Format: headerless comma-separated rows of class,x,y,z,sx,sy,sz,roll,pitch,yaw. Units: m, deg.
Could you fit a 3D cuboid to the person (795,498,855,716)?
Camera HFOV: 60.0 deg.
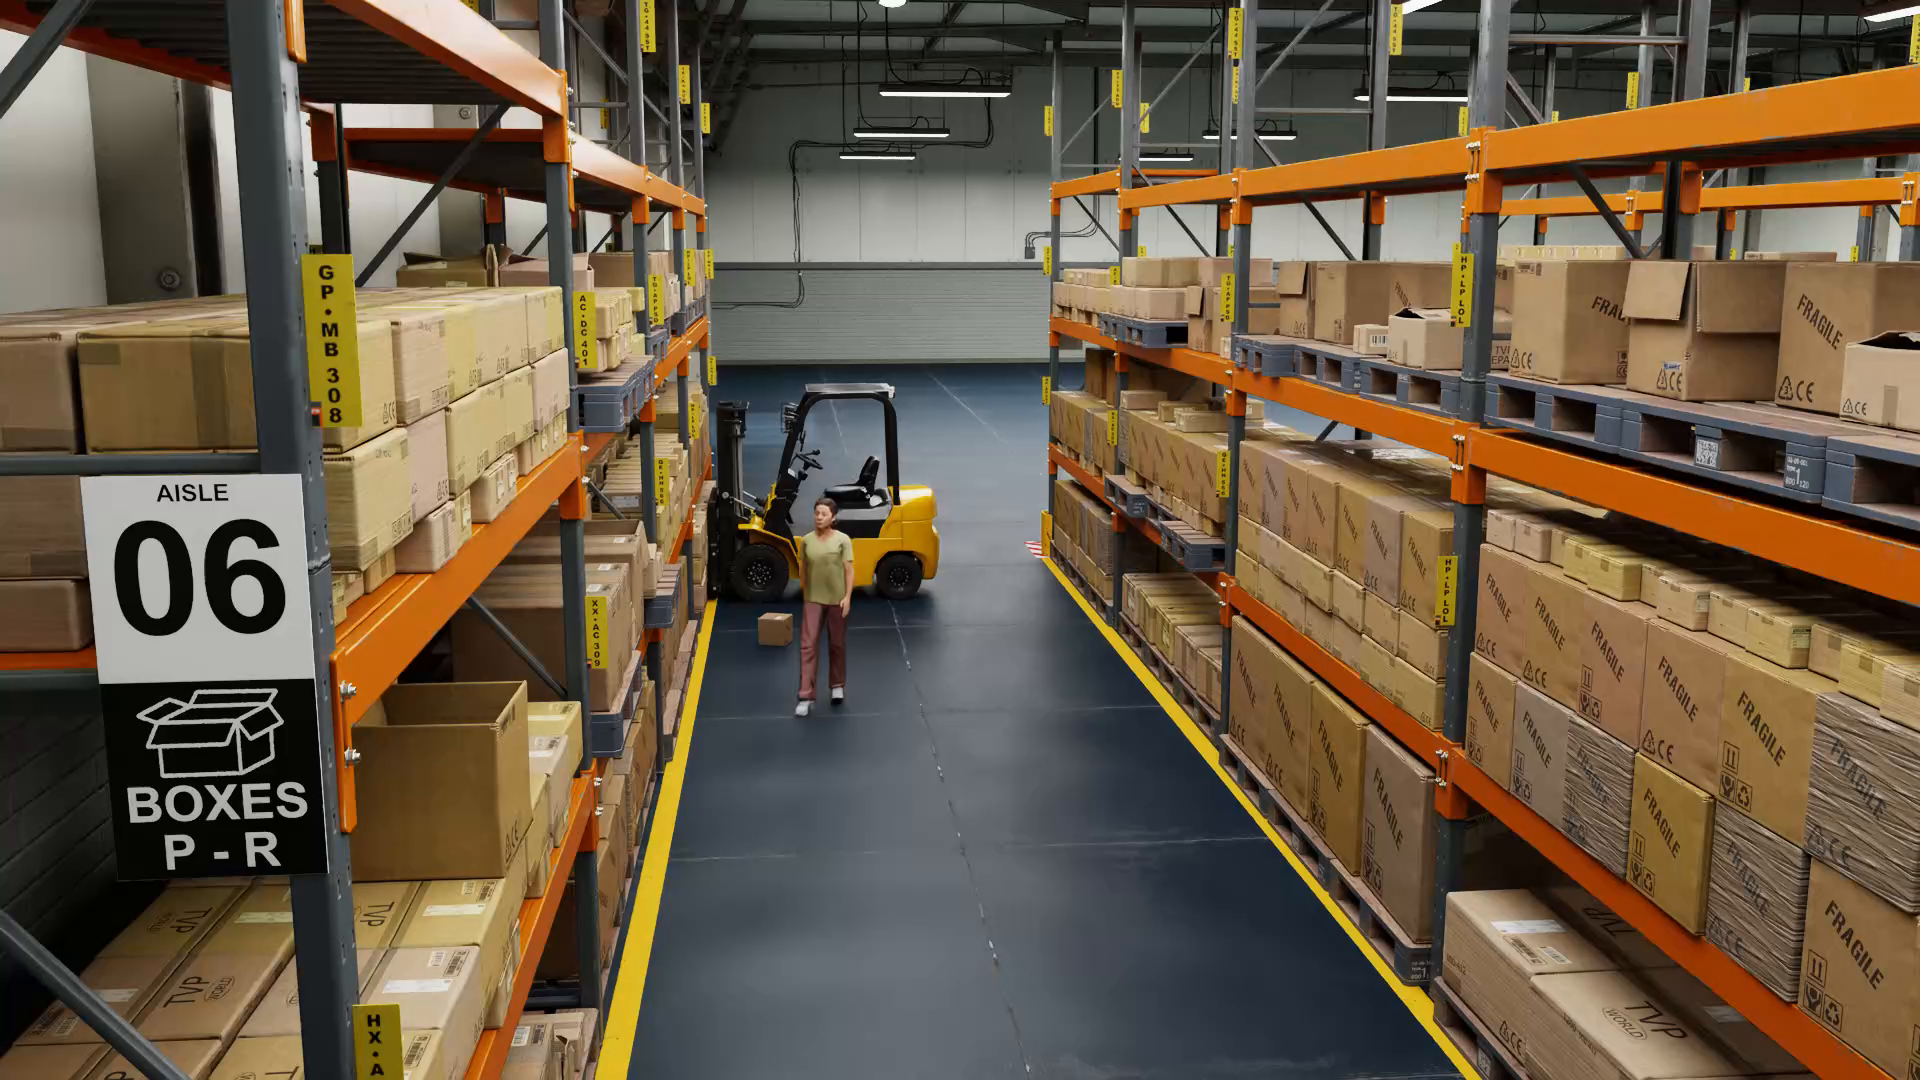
person,-1.054,0.504,13.005,0.452,1.636,0.868,0,10,2
